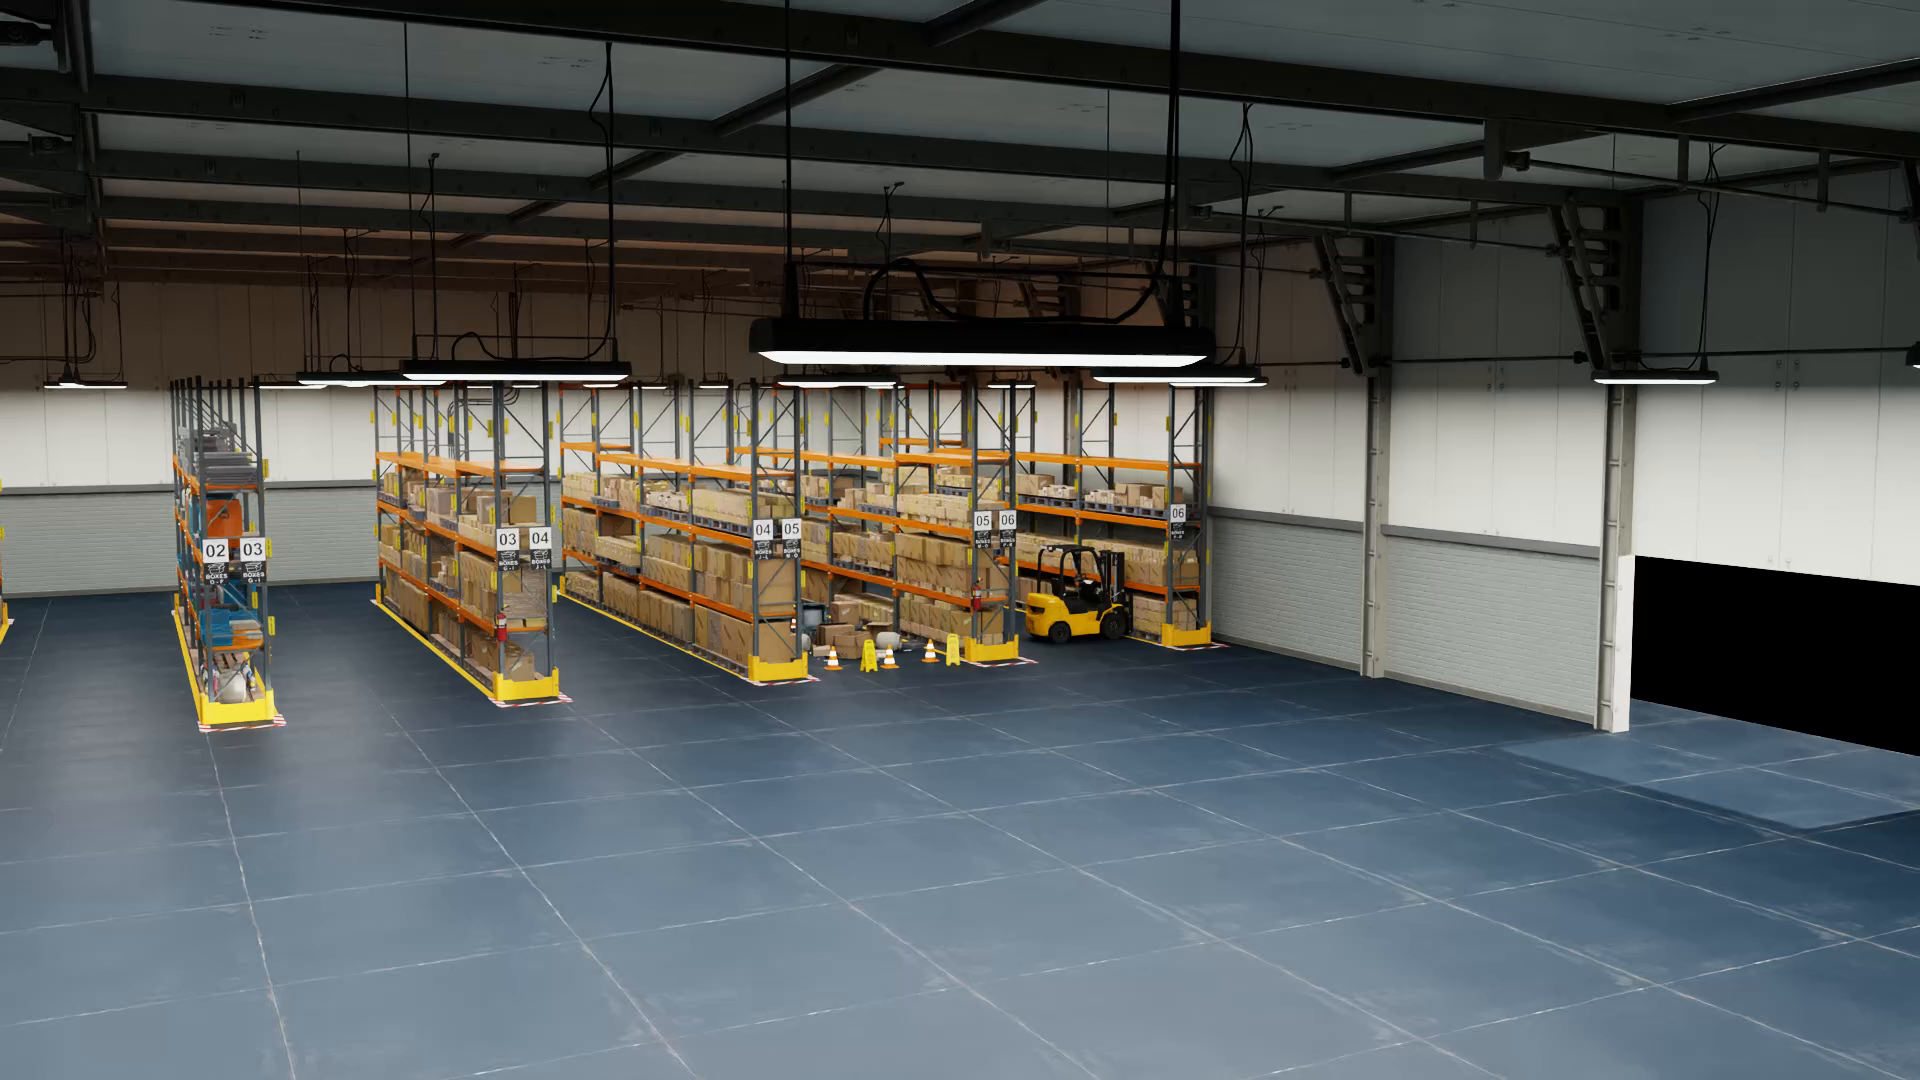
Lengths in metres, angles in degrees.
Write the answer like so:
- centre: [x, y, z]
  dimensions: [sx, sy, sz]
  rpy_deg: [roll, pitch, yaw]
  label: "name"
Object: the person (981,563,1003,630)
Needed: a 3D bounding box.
- centre: [0.714, 1.320, 39.958]
  dimensions: [0.638, 1.716, 0.792]
  rpy_deg: [-3, 6, -30]
  label: "person"
